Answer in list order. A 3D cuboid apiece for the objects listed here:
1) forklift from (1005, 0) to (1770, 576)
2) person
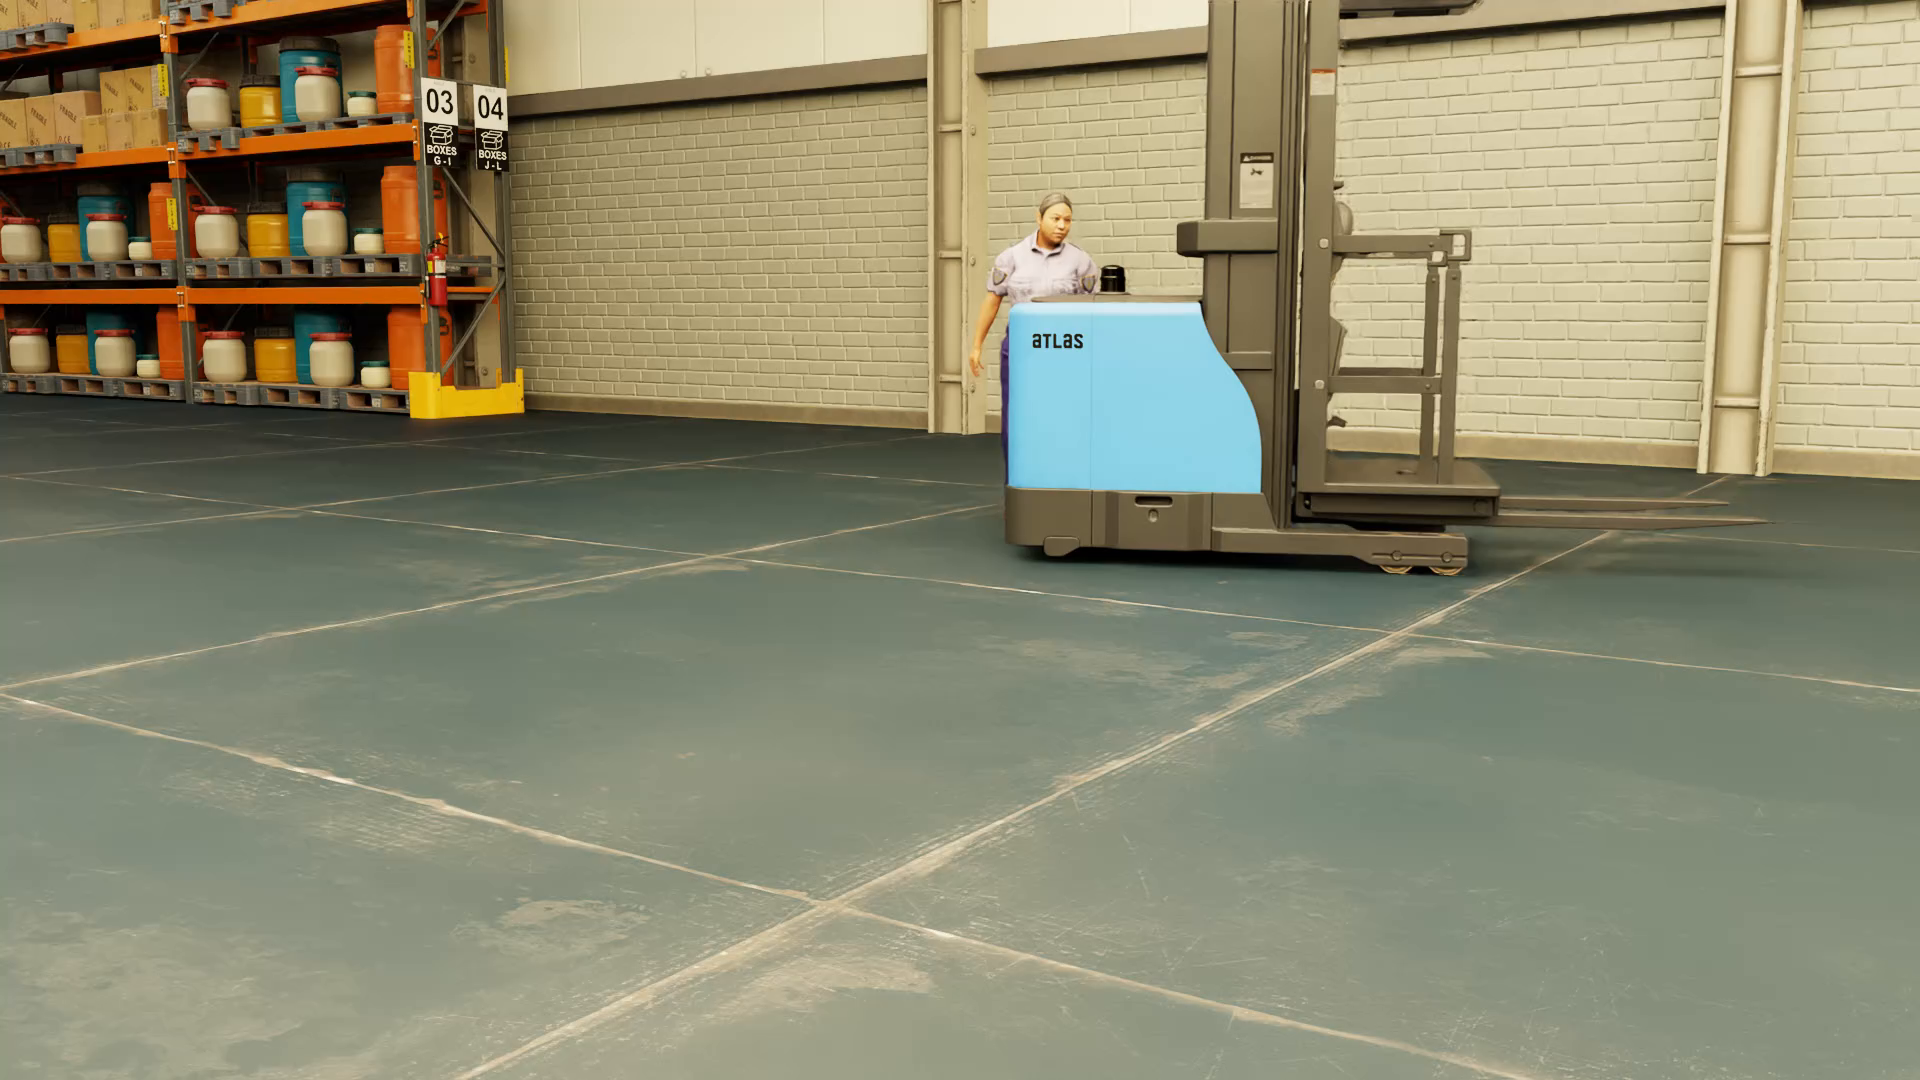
[{"bbox_3d":[1.759,-1.390,6.968,3.031,2.935,1.130,2,8,11],"label":"forklift"},{"bbox_3d":[0.450,-0.898,8.274,0.827,1.624,0.395,1,8,4],"label":"person"}]
